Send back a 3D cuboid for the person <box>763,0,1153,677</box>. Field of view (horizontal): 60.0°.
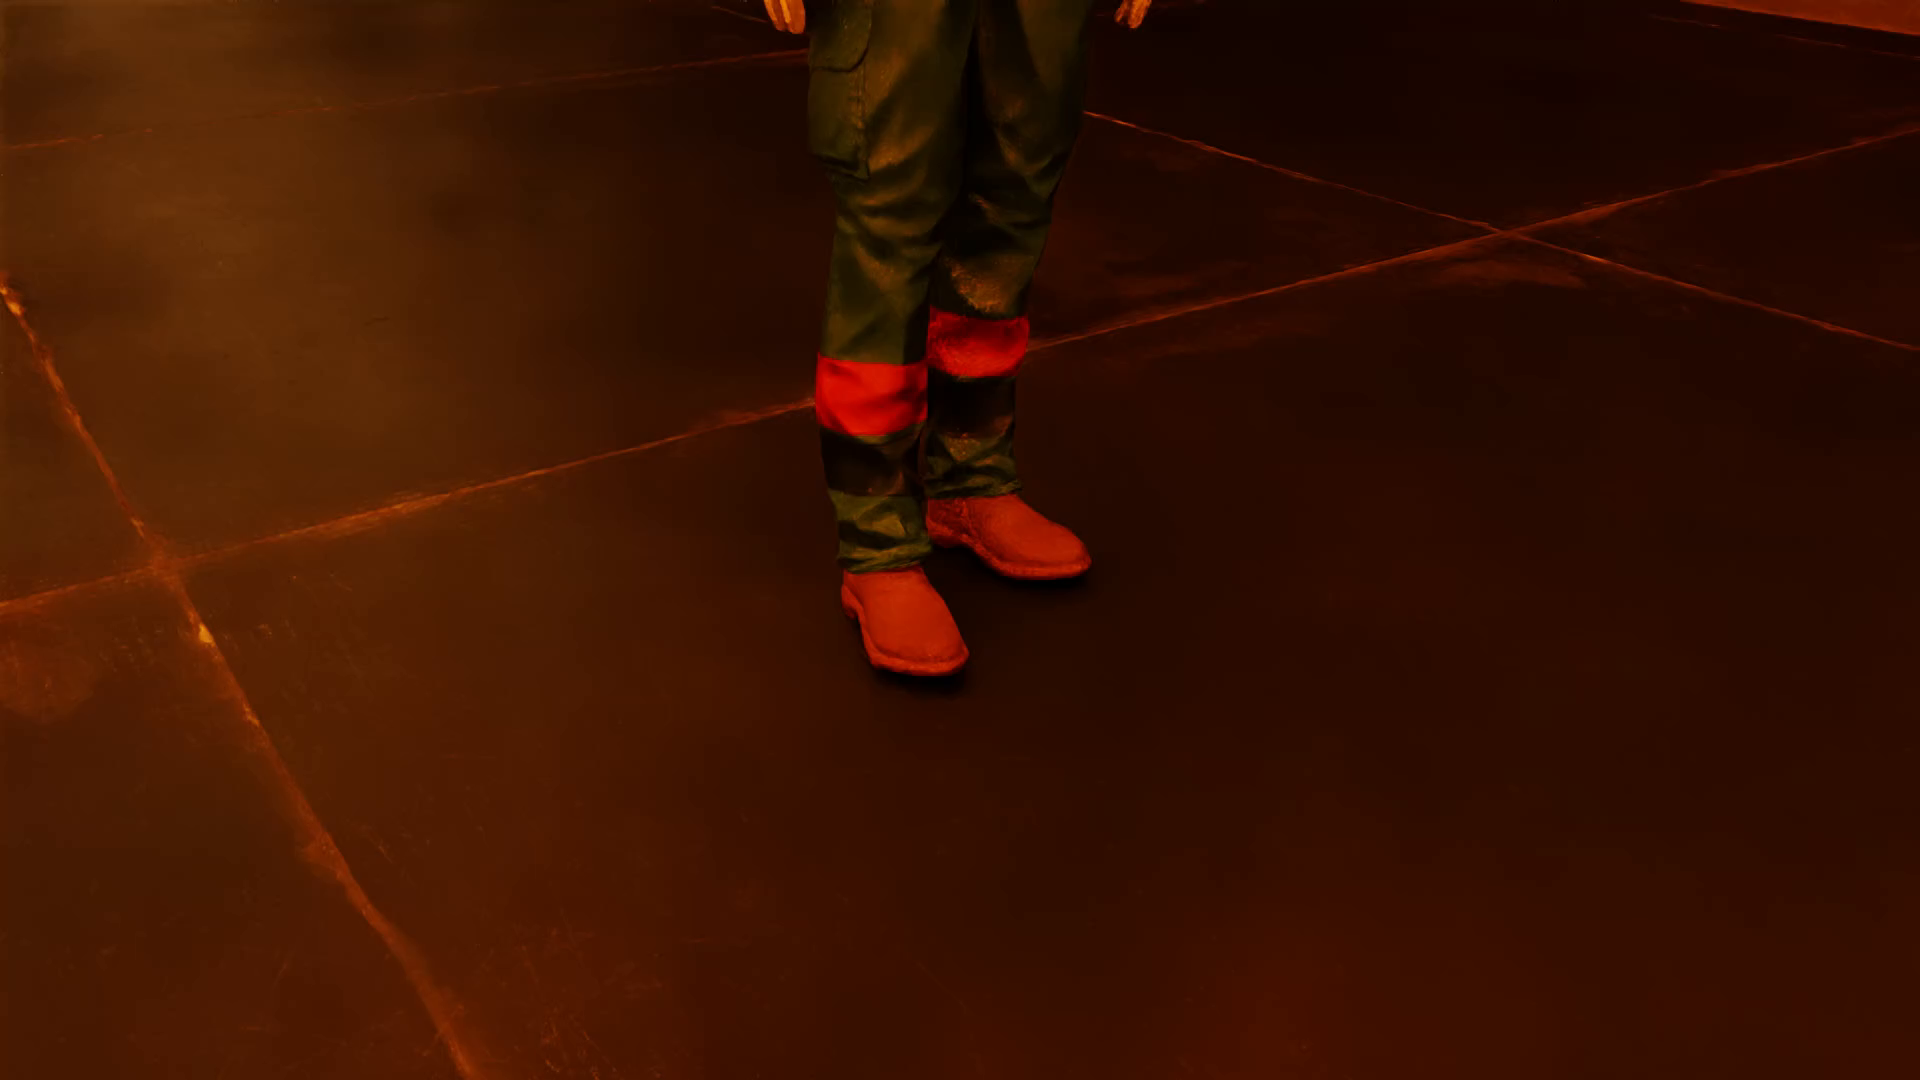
[{"bbox_3d":[0.037,-0.774,2.031,0.637,1.787,0.563,-17,31,-31],"label":"person"}]
